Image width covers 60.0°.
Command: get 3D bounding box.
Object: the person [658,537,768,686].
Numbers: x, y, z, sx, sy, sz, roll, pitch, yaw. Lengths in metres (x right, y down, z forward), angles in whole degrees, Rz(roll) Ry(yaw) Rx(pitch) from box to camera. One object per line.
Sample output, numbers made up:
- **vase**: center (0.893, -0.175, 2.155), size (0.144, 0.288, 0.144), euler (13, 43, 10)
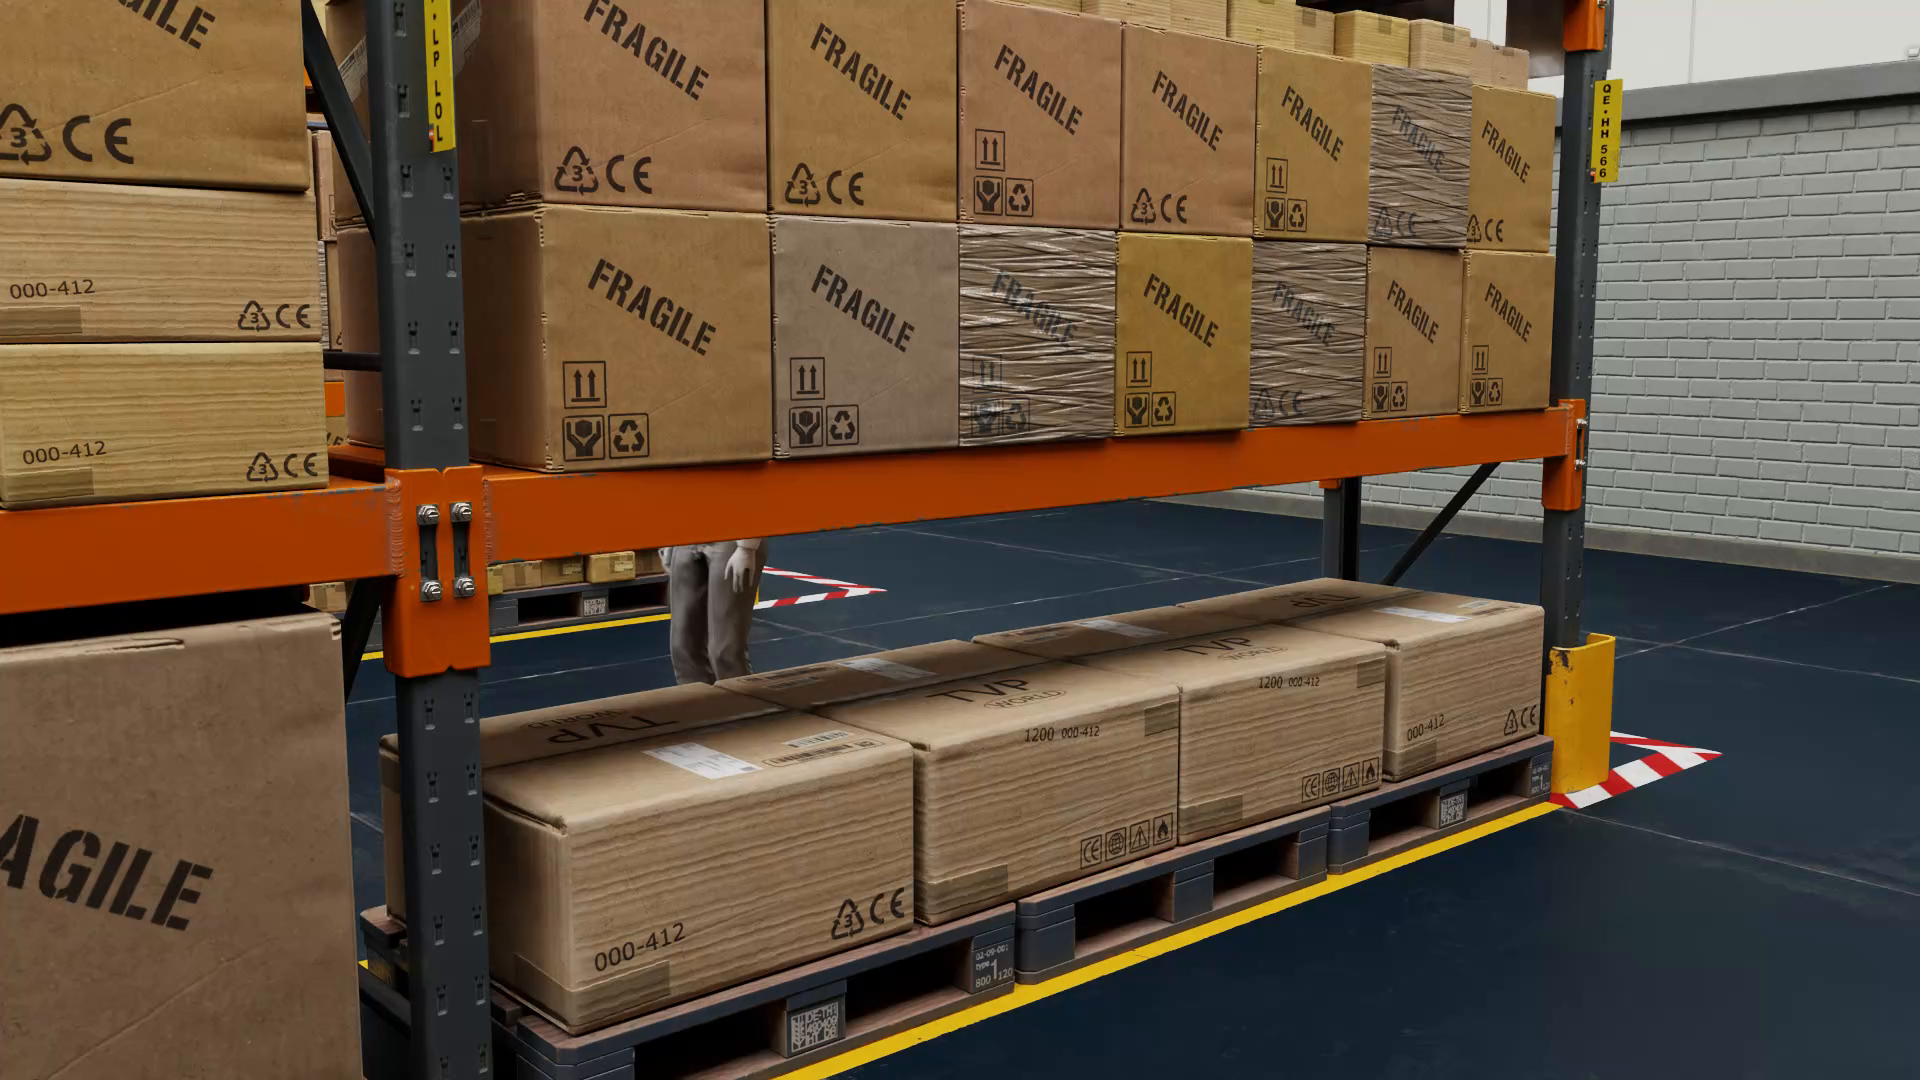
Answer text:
- **person**: center (-0.838, 0.014, 5.666), size (0.372, 1.663, 0.528), euler (-7, 10, -43)
